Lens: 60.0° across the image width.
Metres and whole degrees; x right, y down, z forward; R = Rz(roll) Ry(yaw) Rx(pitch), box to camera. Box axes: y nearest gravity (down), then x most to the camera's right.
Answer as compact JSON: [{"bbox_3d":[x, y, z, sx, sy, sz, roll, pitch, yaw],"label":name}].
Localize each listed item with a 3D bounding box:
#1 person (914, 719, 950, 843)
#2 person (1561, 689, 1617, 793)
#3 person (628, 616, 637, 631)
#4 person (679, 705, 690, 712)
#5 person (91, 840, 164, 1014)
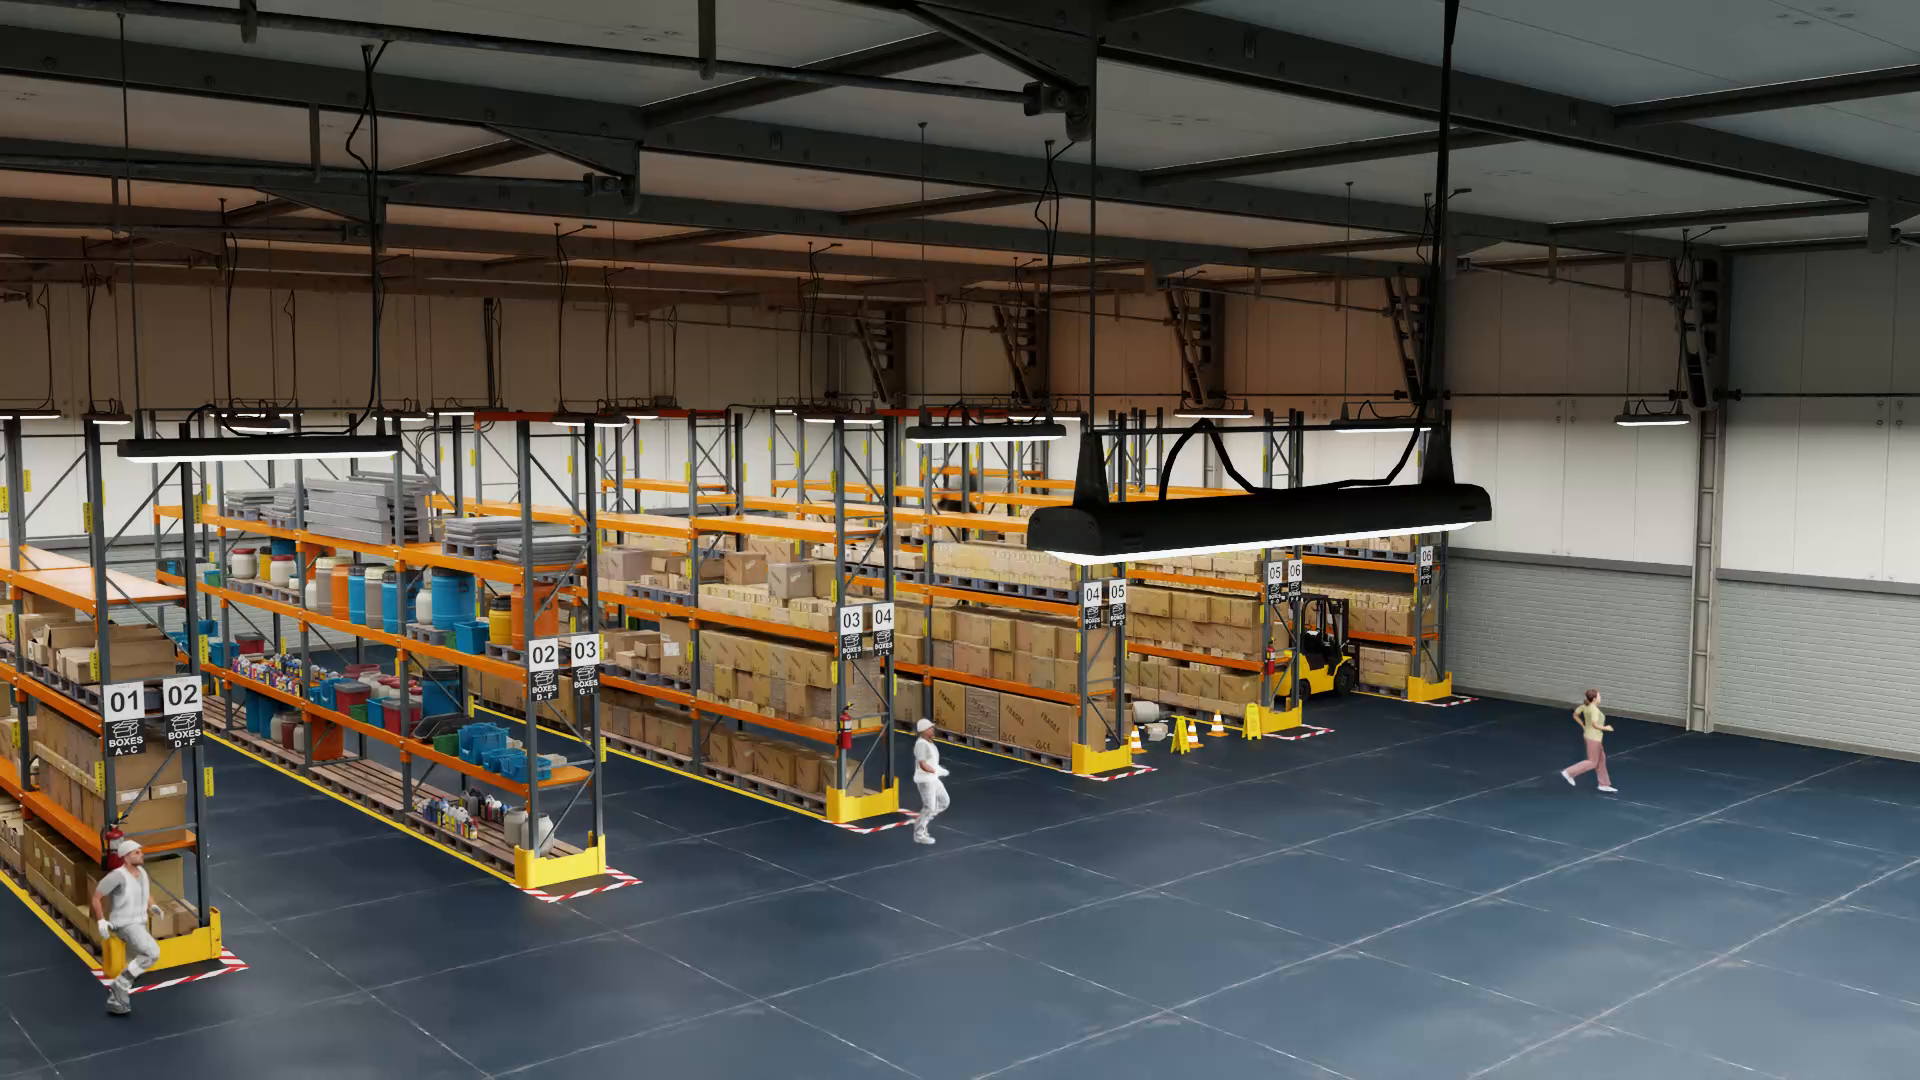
[{"bbox_3d":[-0.423,3.397,23.514,0.588,1.753,0.730,1,5,9],"label":"person"},{"bbox_3d":[10.003,3.189,26.386,0.922,1.672,0.579,0,5,0],"label":"person"},{"bbox_3d":[-8.277,1.844,41.676,1.125,1.644,0.741,1,5,12],"label":"person"},{"bbox_3d":[-5.238,2.725,32.045,0.625,1.574,0.520,4,7,41],"label":"person"},{"bbox_3d":[-8.489,3.962,17.125,0.602,1.714,0.707,0,5,3],"label":"person"}]
